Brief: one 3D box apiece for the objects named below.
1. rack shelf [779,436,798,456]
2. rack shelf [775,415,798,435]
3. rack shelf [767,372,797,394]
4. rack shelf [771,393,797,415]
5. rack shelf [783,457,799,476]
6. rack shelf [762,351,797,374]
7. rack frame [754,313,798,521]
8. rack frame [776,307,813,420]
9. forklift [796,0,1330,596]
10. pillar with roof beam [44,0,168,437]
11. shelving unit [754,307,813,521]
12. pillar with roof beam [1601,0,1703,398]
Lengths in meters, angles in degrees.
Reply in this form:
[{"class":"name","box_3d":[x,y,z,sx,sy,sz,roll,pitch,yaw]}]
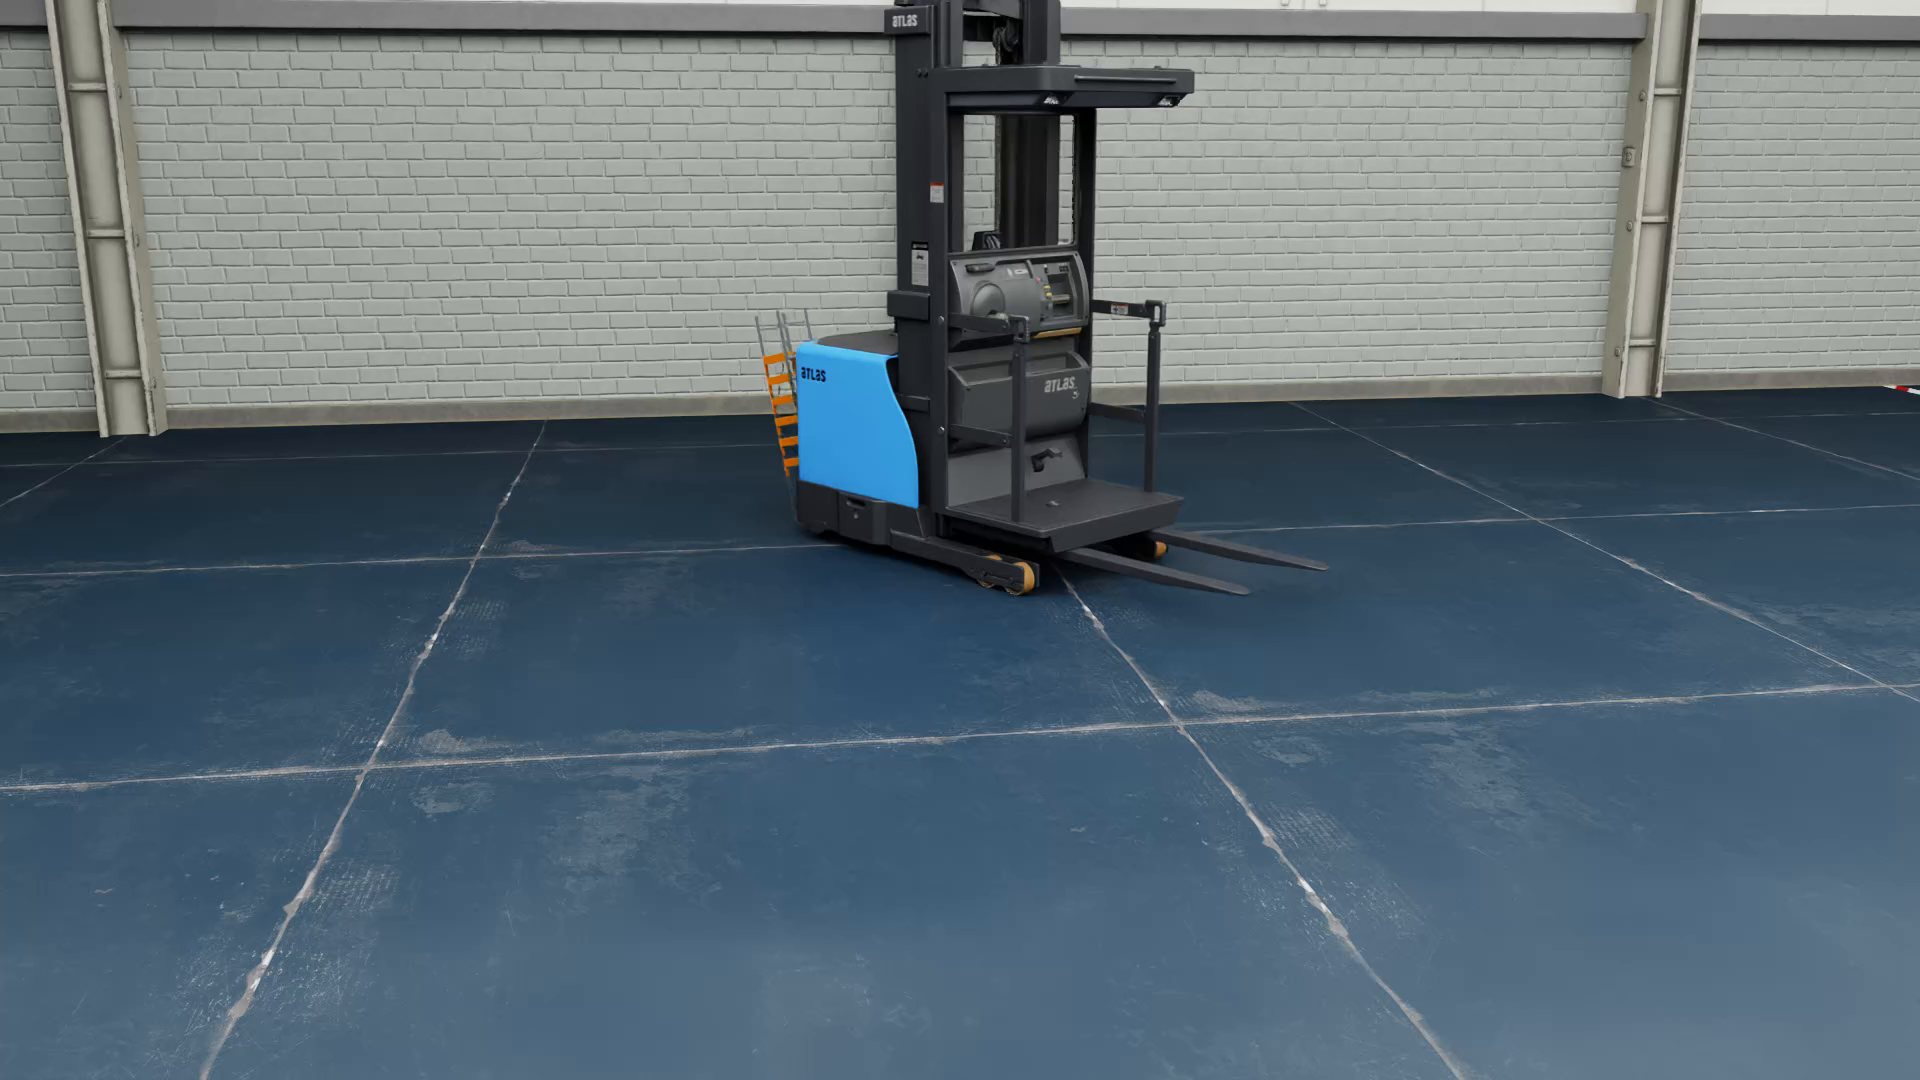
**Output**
[{"class":"rack shelf","box_3d":[-0.892,-0.568,9.654,0.180,0.103,0.258,-7,6,42]},{"class":"rack shelf","box_3d":[-0.915,-0.686,9.644,0.180,0.103,0.258,-7,6,42]},{"class":"rack shelf","box_3d":[-0.960,-0.920,9.624,0.180,0.103,0.258,-7,6,42]},{"class":"rack shelf","box_3d":[-0.938,-0.803,9.634,0.180,0.103,0.258,-7,6,42]},{"class":"rack shelf","box_3d":[-0.870,-0.451,9.663,0.180,0.103,0.258,-7,6,42]},{"class":"rack shelf","box_3d":[-0.983,-1.038,9.614,0.180,0.103,0.258,-7,6,42]},{"class":"rack frame","box_3d":[-0.991,-0.721,9.701,0.006,1.200,0.240,-7,6,42]},{"class":"rack frame","box_3d":[-0.855,-0.737,9.579,0.006,1.200,0.240,-7,6,42]},{"class":"forklift","box_3d":[0.458,-1.289,8.336,1.130,2.935,3.031,-13,19,-42]},{"class":"pillar with roof beam","box_3d":[-5.520,-4.131,7.194,0.400,9.000,9.100,-2,14,-8]},{"class":"shelving unit","box_3d":[-0.923,-0.729,9.640,0.189,1.200,0.258,-7,6,42]},{"class":"pillar with roof beam","box_3d":[6.346,-4.566,8.928,0.400,9.000,9.100,-2,14,-8]}]
